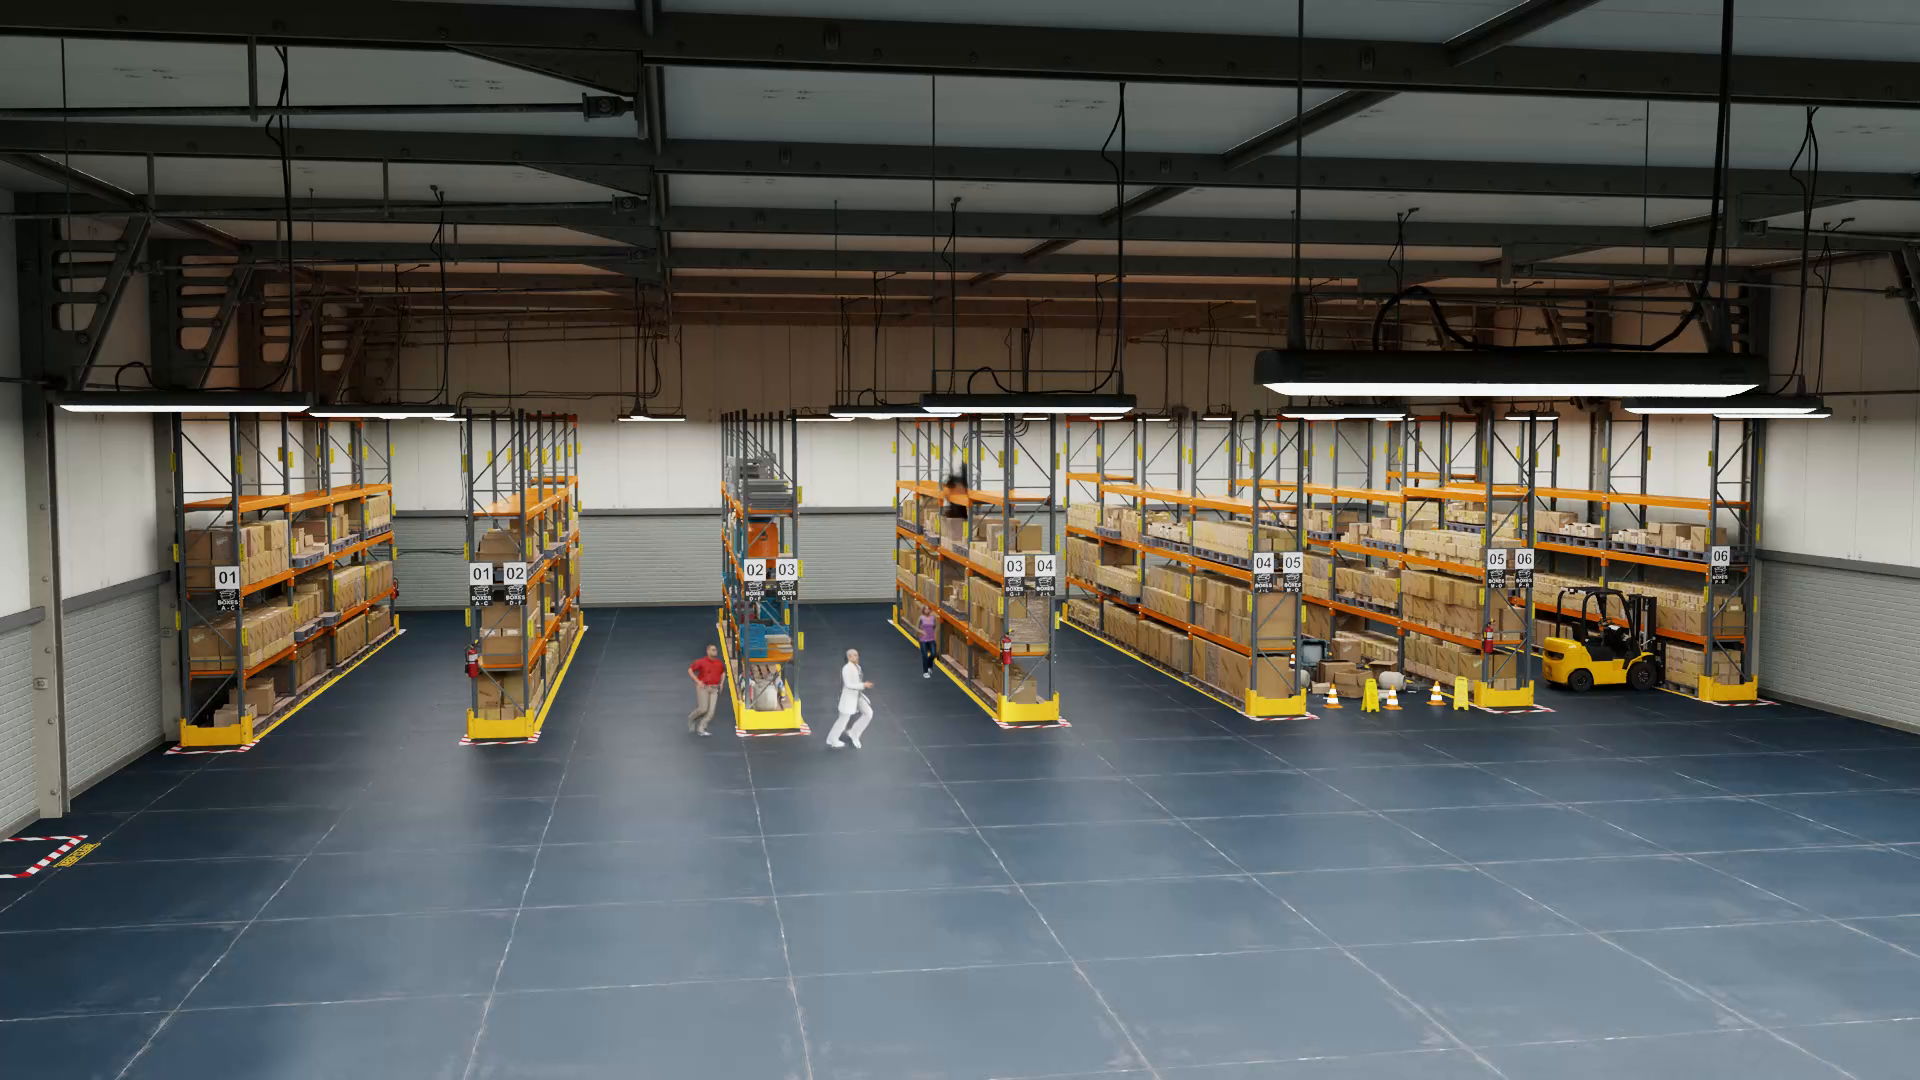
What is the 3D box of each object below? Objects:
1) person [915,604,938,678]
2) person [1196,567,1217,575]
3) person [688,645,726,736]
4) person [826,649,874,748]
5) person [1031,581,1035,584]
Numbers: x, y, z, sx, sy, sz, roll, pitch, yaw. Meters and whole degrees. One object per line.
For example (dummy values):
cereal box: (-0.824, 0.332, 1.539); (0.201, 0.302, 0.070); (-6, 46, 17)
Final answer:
person: (-0.680, 2.169, 35.532); (0.526, 1.575, 0.512); (-1, 4, -15)
person: (7.495, 1.299, 50.638); (0.919, 1.737, 0.660); (0, 4, -4)
person: (-4.618, 2.765, 30.603); (0.723, 1.663, 0.548); (-3, 5, -36)
person: (-1.896, 2.792, 29.283); (0.929, 1.766, 0.732); (2, 4, 25)
person: (2.212, 1.599, 46.296); (0.673, 1.823, 0.855); (-1, 4, -11)
